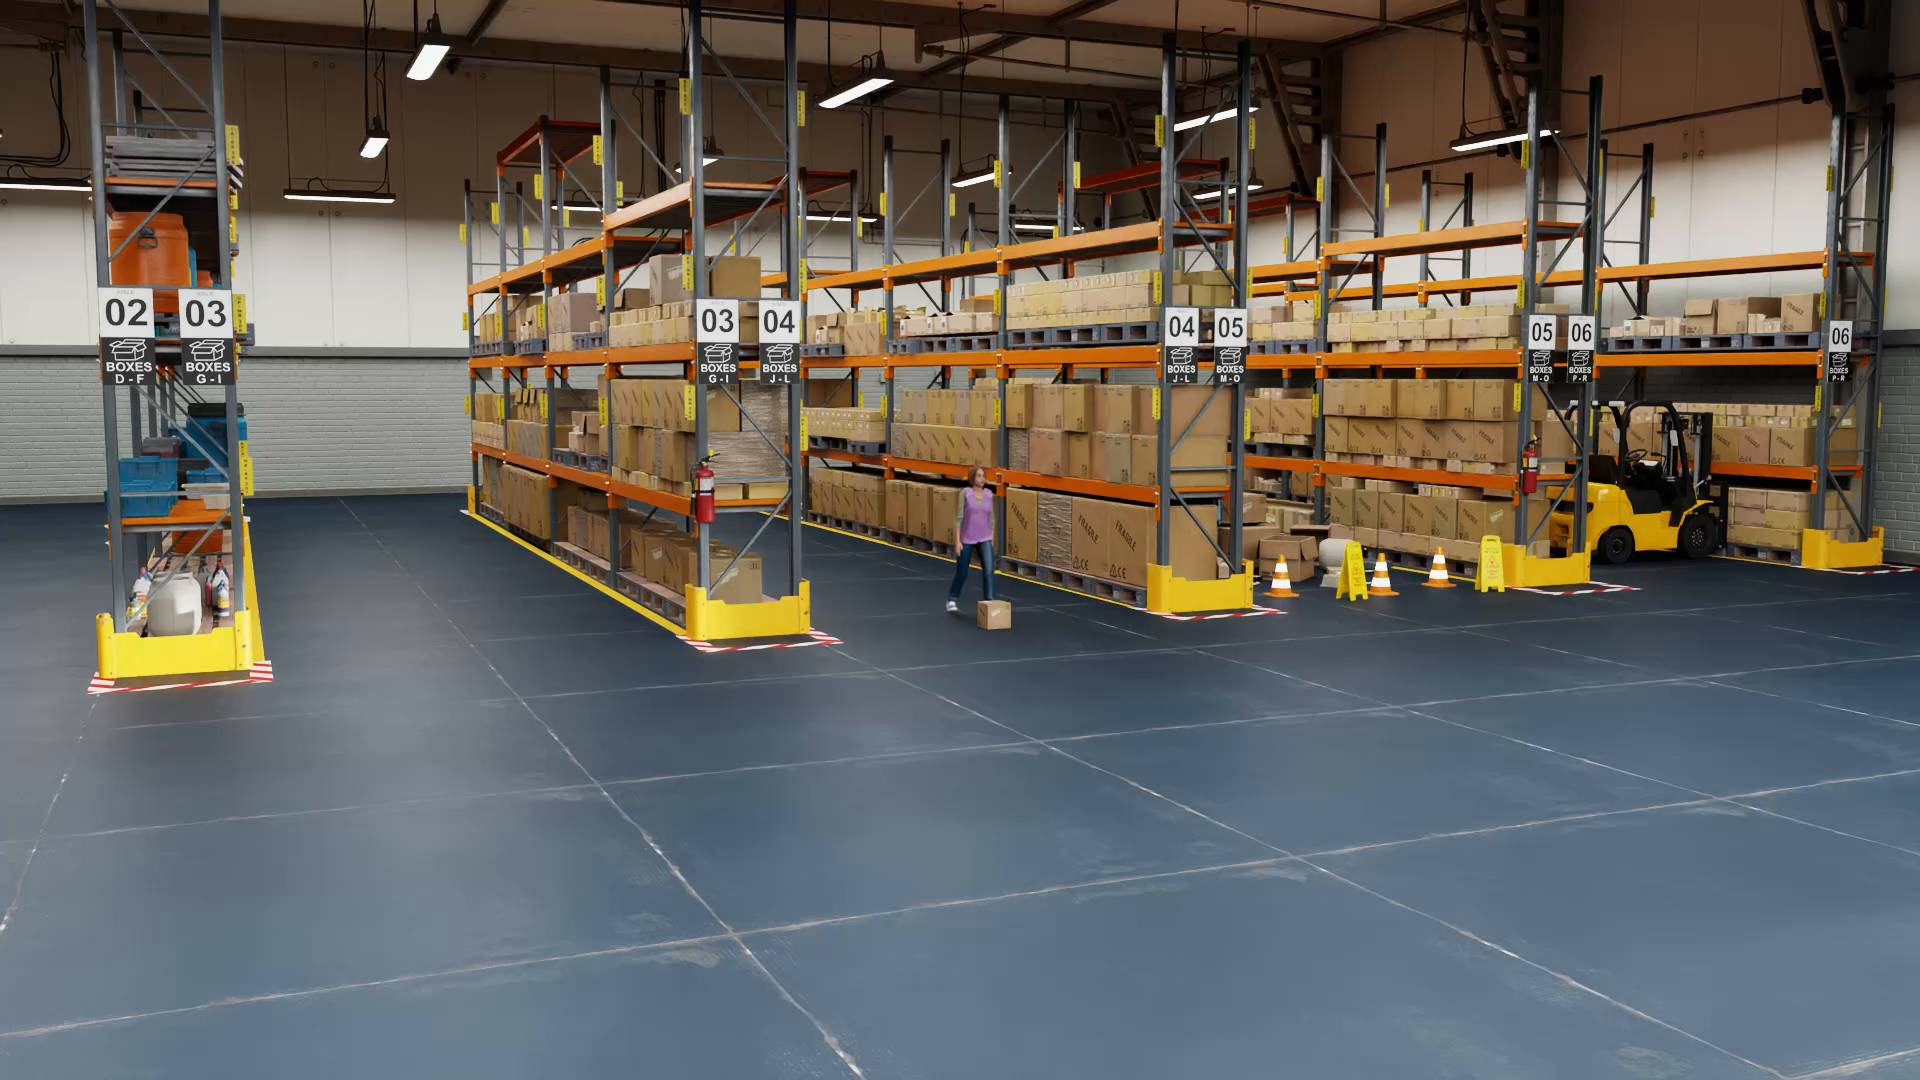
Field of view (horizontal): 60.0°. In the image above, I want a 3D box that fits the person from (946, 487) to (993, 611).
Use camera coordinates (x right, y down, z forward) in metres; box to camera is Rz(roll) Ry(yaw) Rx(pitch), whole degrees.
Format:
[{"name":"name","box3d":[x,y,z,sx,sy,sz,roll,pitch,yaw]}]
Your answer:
[{"name":"person","box3d":[0.130,0.130,16.912,0.414,1.346,0.803,-2,6,-15]}]
